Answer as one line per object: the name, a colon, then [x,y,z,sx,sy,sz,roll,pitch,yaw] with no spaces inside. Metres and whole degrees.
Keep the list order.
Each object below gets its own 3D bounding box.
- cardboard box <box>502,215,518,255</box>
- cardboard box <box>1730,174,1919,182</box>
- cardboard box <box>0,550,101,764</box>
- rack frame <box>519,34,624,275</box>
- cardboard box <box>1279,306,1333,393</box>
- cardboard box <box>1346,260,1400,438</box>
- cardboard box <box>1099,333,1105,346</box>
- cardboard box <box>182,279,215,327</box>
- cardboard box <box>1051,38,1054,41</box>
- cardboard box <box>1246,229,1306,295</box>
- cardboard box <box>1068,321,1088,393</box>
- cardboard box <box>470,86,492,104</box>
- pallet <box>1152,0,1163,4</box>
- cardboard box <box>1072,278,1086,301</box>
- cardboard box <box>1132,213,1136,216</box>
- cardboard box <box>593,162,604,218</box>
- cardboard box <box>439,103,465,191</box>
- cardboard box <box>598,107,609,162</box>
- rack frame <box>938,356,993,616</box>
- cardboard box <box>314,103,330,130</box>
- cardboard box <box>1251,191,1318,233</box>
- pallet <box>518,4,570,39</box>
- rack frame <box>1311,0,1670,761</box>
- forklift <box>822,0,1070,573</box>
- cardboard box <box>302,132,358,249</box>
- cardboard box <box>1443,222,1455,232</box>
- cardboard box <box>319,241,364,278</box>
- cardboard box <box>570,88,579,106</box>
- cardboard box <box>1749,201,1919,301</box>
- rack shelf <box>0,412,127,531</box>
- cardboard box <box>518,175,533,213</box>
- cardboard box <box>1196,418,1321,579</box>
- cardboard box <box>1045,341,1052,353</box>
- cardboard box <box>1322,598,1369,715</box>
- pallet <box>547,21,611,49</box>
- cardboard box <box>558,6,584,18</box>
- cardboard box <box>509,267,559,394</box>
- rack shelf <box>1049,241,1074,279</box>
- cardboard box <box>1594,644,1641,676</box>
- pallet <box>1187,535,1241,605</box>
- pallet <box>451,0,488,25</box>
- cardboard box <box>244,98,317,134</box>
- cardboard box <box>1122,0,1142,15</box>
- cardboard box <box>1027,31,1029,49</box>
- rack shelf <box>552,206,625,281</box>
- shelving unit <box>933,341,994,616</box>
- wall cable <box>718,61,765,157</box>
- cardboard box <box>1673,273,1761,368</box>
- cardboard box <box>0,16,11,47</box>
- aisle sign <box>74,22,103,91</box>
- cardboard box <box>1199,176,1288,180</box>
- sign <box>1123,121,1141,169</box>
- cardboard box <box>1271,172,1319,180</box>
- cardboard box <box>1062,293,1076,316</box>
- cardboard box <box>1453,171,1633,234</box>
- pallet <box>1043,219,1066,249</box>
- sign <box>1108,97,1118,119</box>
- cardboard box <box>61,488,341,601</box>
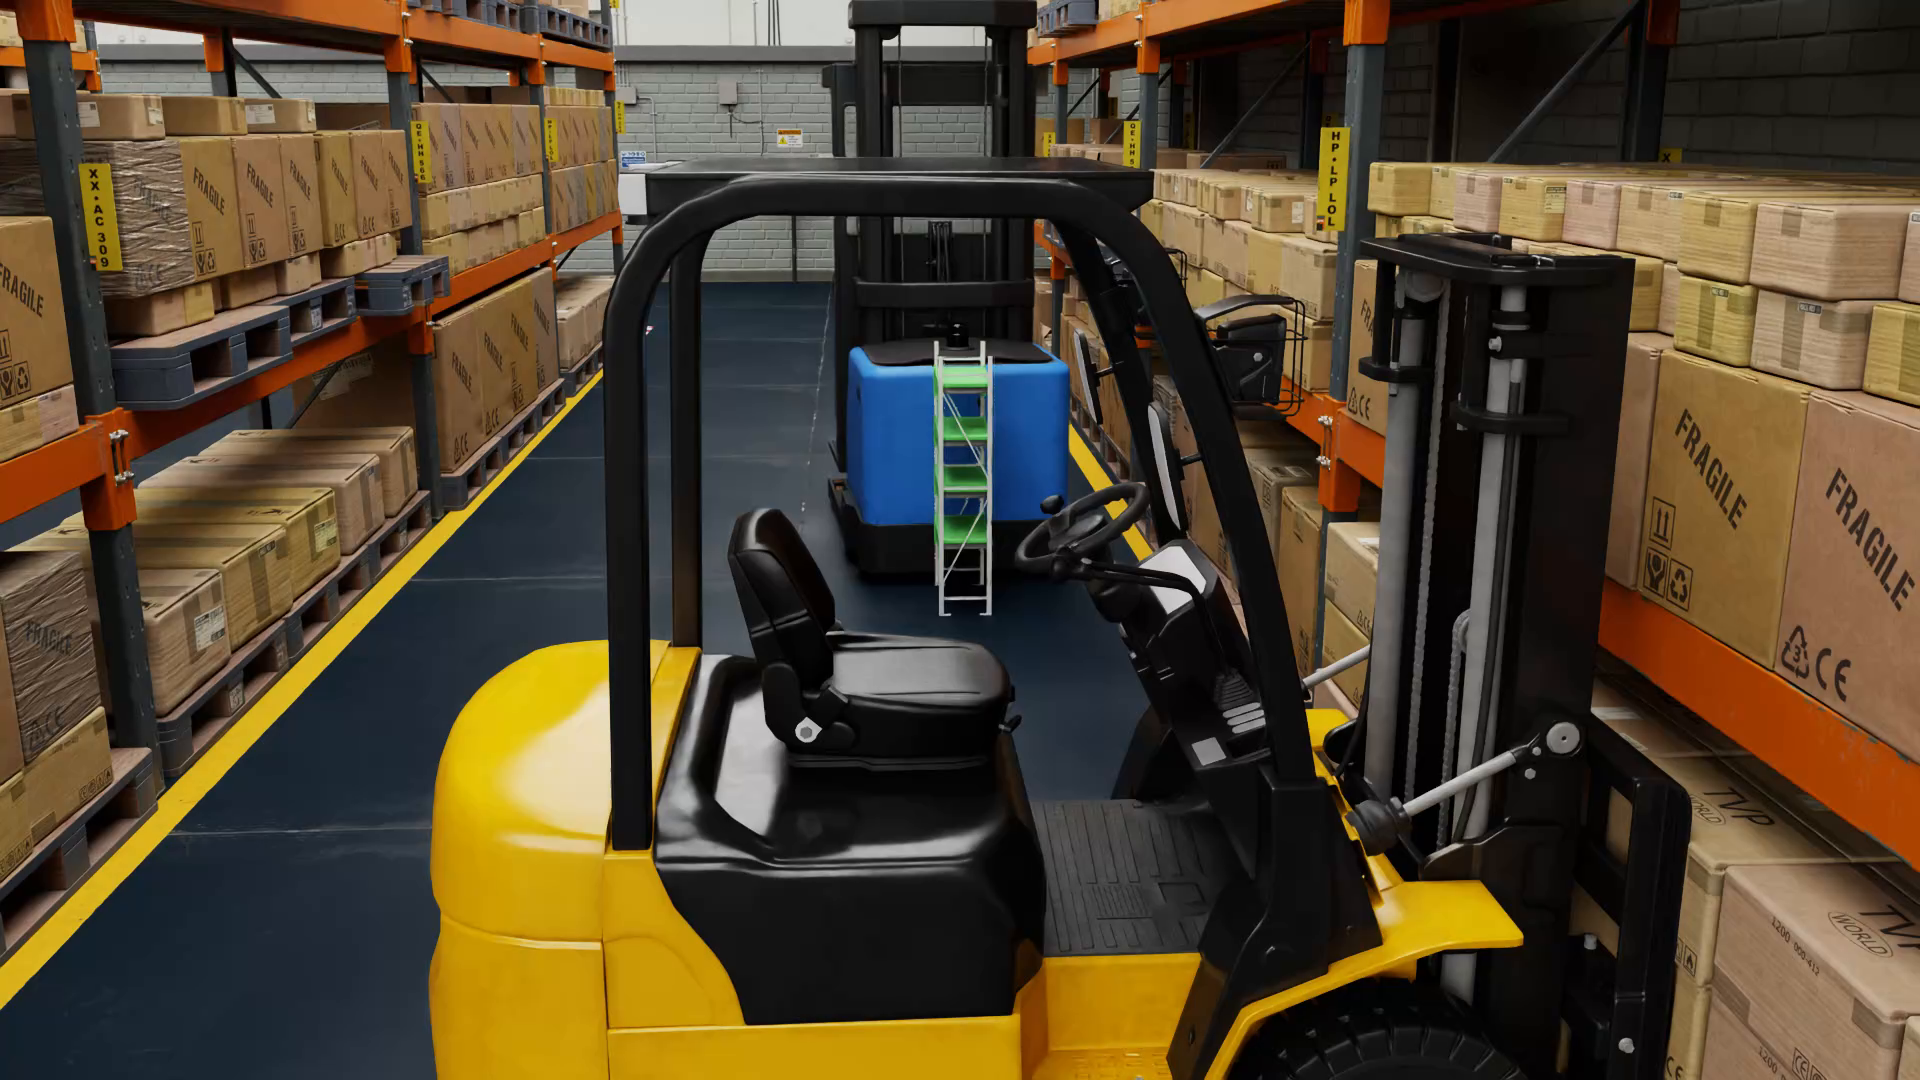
cardboard box: [-3.384,-2.128,11.577,0.500,0.250,0.500,-1,14,-5]
cardboard box: [2.143,-0.825,4.115,0.380,0.149,0.250,-1,14,-4]
cardboard box: [-2.906,0.337,4.866,0.500,0.500,0.500,-1,14,-4]
rack frame: [-3.954,-3.555,16.824,1.000,3.000,0.127,-1,14,-3]
cardboard box: [1.452,-0.697,6.016,0.500,0.250,0.500,-1,14,-2]
cardboard box: [1.511,-0.582,5.069,0.500,0.500,0.500,-1,14,-5]
cardboard box: [1.158,-1.399,11.316,0.380,0.149,0.250,-2,15,-6]
cardboard box: [-2.936,-0.857,5.999,0.380,0.149,0.250,-1,14,-2]
cardboard box: [0.931,-4.054,13.246,0.380,0.149,0.250,-1,14,-4]
cardboard box: [1.419,-1.064,6.439,0.500,0.250,0.500,-1,14,-5]
cardboard box: [1.096,-1.375,12.523,0.500,0.500,0.500,-1,14,-4]
cardboard box: [-3.950,-3.546,13.280,0.380,0.149,0.250,-1,14,-2]
pallet: [1.627,-2.837,8.392,1.213,0.211,1.003,0,14,-1]
cardboard box: [1.069,-1.932,12.789,0.380,0.149,0.250,-2,15,-6]
cardboard box: [1.072,-1.882,9.983,0.380,0.149,0.250,-1,14,-2]
cardboard box: [-3.602,-3.235,15.378,0.500,0.500,0.500,0,14,-2]
cardboard box: [-3.285,-2.348,9.924,0.500,0.500,0.500,-1,14,-3]
cardboard box: [-3.624,-3.842,15.732,0.500,0.500,0.500,-1,14,-3]
rack frame: [0.024,-0.232,7.518,0.240,1.200,0.015,-1,15,-3]
cardboard box: [-3.751,-2.223,9.438,0.500,0.500,0.500,-1,14,-5]
cardboard box: [1.356,-1.281,6.484,0.380,0.149,0.250,-1,14,-5]
pallet: [-3.746,-4.174,13.386,1.003,0.211,1.213,-1,14,-3]
rack frame: [1.744,-0.648,5.526,1.000,3.000,0.127,-1,14,-3]
forklift: [-0.178,-1.576,9.268,1.130,2.935,3.031,-2,15,-8]
cardboard box: [-3.077,-1.599,7.580,0.500,0.500,0.500,-2,15,-7]
cardboard box: [1.563,-0.799,4.609,0.380,0.149,0.250,-1,14,-4]
cardboard box: [-3.015,-1.311,7.763,0.380,0.149,0.250,-1,14,-2]
cardboard box: [-3.542,-3.869,14.534,0.380,0.149,0.250,-1,14,-3]
cardboard box: [1.601,-0.498,2.841,0.380,0.149,0.250,-1,14,-2]
rack shelf: [-3.086,0.275,3.381,1.077,0.370,4.000,-1,14,-3]
cardboard box: [-3.397,-2.500,12.020,0.500,0.250,0.500,-1,14,-2]
cardboard box: [1.611,-0.211,7.751,0.875,0.625,0.625,-1,15,-6]
cardboard box: [0.921,-1.595,14.083,0.380,0.149,0.250,-1,14,-5]
cardboard box: [1.466,0.363,5.268,0.500,0.250,0.500,-1,14,-4]
pallet: [-3.897,-4.781,15.745,1.003,0.211,1.213,-1,14,-3]
cardboard box: [-3.730,-4.924,15.587,0.380,0.149,0.250,-2,15,-8]
cardboard box: [-3.587,-1.582,12.575,0.875,0.875,0.875,0,14,-2]
rack shelf: [1.372,-1.792,11.415,1.077,0.370,4.000,-1,14,-3]
cardboard box: [1.525,0.372,4.230,0.500,0.250,0.500,0,14,-2]
pallet: [1.581,0.215,7.765,1.003,0.211,1.213,-1,14,-3]
pallet: [-3.623,-3.364,10.441,1.003,0.211,1.213,0,14,-1]
cardboard box: [-3.075,-1.873,7.344,0.380,0.149,0.250,-2,15,-6]
cardboard box: [1.222,-3.147,9.519,0.500,0.250,0.500,-1,14,-5]
cardboard box: [0.786,-4.498,14.973,0.380,0.149,0.250,-1,14,-3]
rack shelf: [-3.830,-2.709,14.980,1.077,0.370,4.000,-1,14,-3]
shelving unit: [0.012,-0.293,7.754,0.258,1.200,0.503,-1,15,-3]
wall cable: [-2.911,-5.474,22.243,0.588,1.984,0.122,-1,14,-3]
cardboard box: [1.587,-0.417,3.123,0.380,0.149,0.250,-1,14,-3]
cardboard box: [-8.487,-4.342,14.165,0.500,0.250,0.500,0,14,-1]
aisle sign: [-8.593,-4.735,16.194,0.394,0.787,0.004,-1,14,-3]
cardboard box: [1.355,-1.665,7.976,0.380,0.149,0.250,-1,14,-3]
sign: [0.955,-2.155,9.216,0.100,0.325,0.005,-1,14,-3]
cardboard box: [1.801,-1.799,8.497,0.380,0.149,0.250,-1,14,-3]
cardboard box: [1.005,-1.851,13.075,0.380,0.149,0.250,0,14,-1]
cardboard box: [1.512,-0.878,4.321,0.380,0.149,0.250,-1,14,-2]
pallet: [1.189,-2.344,12.504,1.003,0.211,1.213,-1,14,-3]
sign: [1.556,-4.350,16.956,0.100,0.325,0.005,-1,14,-3]
cardboard box: [-3.338,0.016,7.373,0.950,0.372,0.625,0,14,-2]
